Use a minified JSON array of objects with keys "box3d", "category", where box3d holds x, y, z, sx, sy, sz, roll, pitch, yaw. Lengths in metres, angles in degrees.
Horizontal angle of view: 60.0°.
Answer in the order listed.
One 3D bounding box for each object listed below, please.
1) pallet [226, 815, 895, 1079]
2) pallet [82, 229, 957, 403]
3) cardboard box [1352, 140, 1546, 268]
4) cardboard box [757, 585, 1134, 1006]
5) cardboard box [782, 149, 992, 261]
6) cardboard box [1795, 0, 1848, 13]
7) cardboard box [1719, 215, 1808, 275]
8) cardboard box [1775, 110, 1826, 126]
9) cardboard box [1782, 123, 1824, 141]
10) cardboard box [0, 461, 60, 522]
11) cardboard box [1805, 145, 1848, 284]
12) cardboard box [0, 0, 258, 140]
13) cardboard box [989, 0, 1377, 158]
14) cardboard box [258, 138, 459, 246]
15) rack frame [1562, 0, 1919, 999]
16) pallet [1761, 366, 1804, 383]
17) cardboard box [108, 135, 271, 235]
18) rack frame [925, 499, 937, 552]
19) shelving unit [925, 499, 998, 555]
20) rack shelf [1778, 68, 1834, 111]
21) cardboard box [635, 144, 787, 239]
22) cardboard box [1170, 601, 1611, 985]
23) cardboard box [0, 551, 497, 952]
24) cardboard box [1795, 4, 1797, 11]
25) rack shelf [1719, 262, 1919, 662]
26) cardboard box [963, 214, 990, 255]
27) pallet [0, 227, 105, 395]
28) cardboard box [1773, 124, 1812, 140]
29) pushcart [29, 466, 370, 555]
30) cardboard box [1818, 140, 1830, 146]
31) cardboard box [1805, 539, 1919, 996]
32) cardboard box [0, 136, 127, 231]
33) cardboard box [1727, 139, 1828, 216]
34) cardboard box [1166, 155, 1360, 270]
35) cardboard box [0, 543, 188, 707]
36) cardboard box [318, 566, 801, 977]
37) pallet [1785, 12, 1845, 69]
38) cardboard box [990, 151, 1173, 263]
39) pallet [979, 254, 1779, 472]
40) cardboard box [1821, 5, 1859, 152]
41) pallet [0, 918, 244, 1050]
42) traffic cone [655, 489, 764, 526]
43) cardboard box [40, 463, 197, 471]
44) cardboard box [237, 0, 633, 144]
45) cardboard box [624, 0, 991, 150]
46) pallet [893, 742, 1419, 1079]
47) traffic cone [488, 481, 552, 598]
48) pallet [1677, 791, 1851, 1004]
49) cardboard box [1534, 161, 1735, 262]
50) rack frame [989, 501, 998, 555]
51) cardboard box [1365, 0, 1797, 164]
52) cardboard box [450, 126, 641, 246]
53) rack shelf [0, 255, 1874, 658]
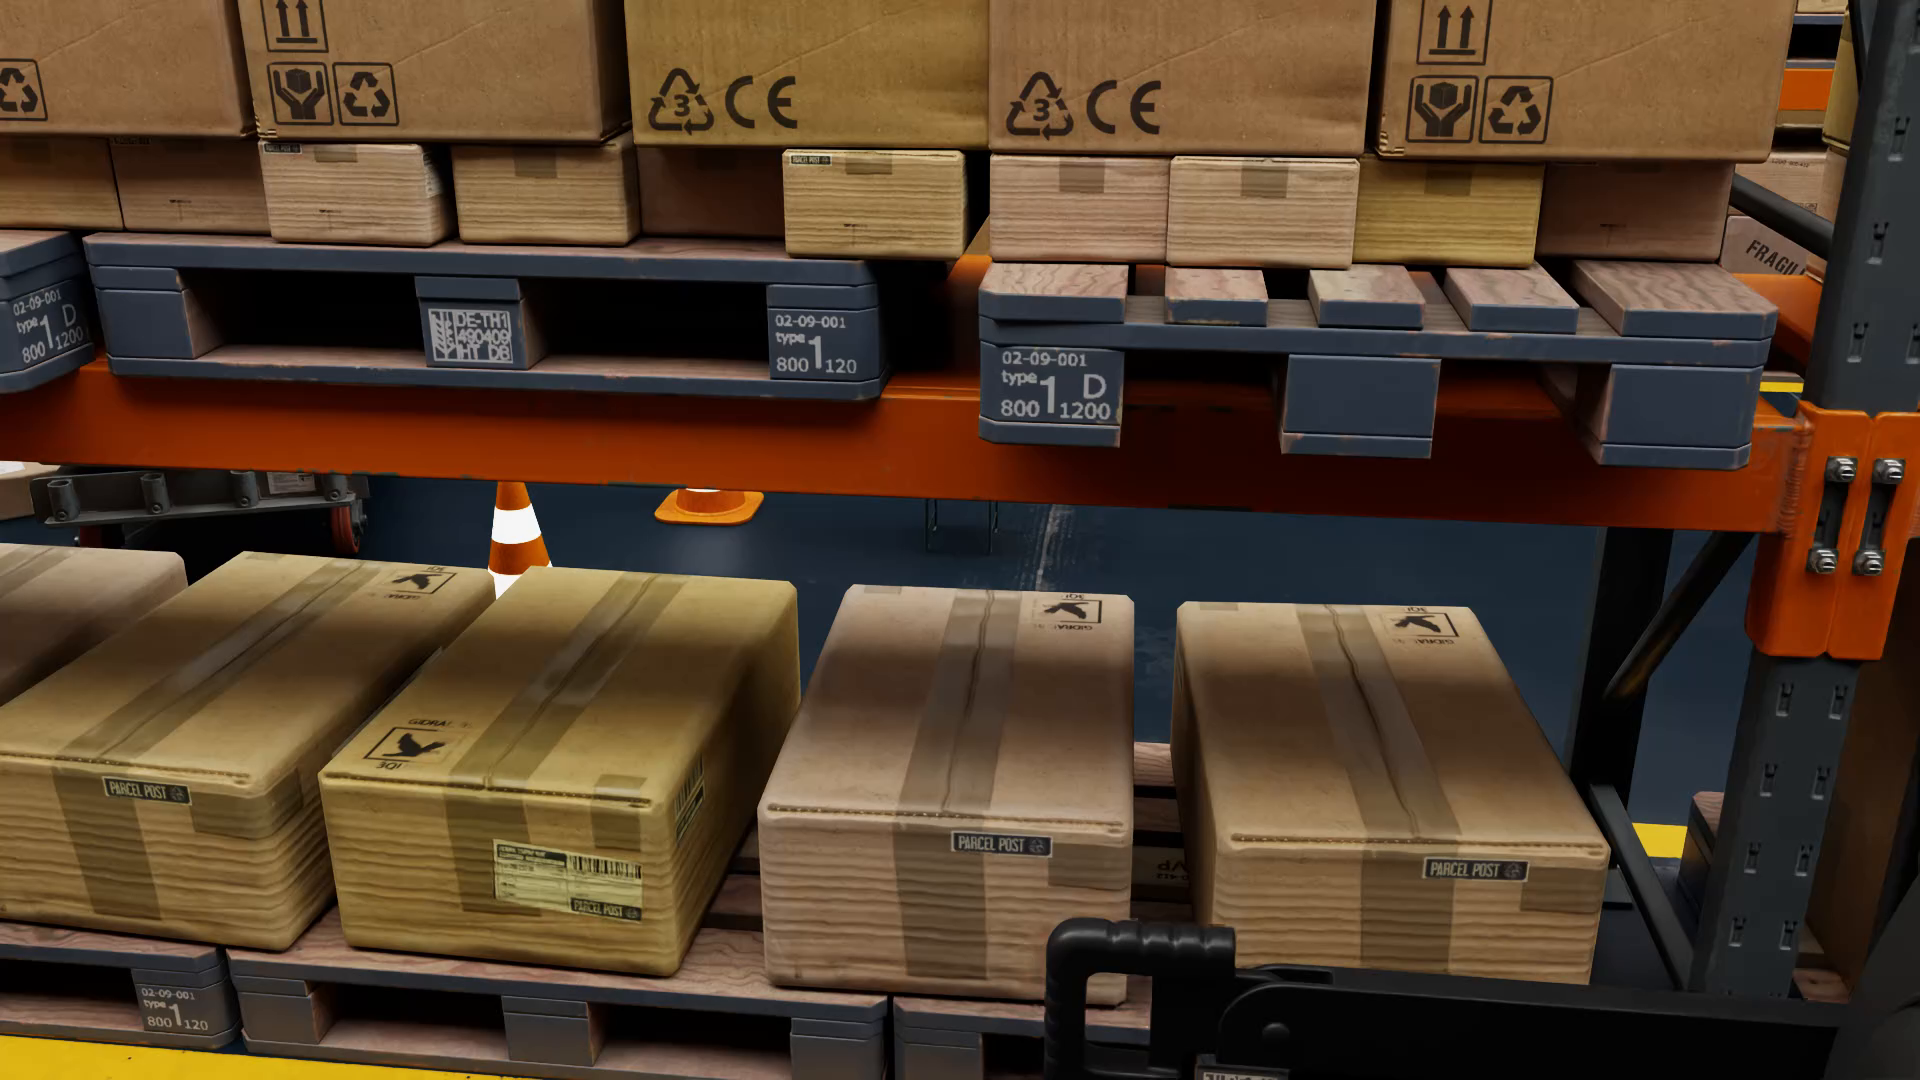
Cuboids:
[{"box3d":[-0.673,0.687,3.416,1.213,0.211,1.003,2,22,6],"category":"pallet"},{"box3d":[-0.660,-0.503,2.894,1.213,0.211,1.003,2,22,6],"category":"pallet"},{"box3d":[0.683,-0.514,2.430,0.250,0.149,0.380,3,22,7],"category":"cardboard box"},{"box3d":[0.017,0.448,3.230,0.625,0.372,0.950,2,22,5],"category":"cardboard box"},{"box3d":[-0.096,-0.529,2.469,0.250,0.149,0.380,3,22,7],"category":"cardboard box"},{"box3d":[3.531,-2.262,6.853,0.250,0.149,0.380,3,22,7],"category":"cardboard box"},{"box3d":[3.476,-1.202,7.228,0.500,0.500,0.500,2,22,5],"category":"cardboard box"},{"box3d":[5.812,-3.195,11.759,0.875,0.875,1.225,3,22,6],"category":"cardboard box"},{"box3d":[4.028,-1.716,7.510,0.500,0.250,0.500,3,22,8],"category":"cardboard box"},{"box3d":[-3.218,-0.242,5.692,0.396,0.266,0.258,-14,25,-31],"category":"cardboard box"},{"box3d":[1.844,-0.525,2.892,0.500,0.250,0.500,2,22,4],"category":"cardboard box"},{"box3d":[-1.242,-0.902,2.530,0.500,0.500,0.500,2,22,6],"category":"cardboard box"},{"box3d":[0.312,-0.839,2.369,0.500,0.500,0.500,2,22,5],"category":"cardboard box"},{"box3d":[-0.858,-0.568,2.566,0.250,0.149,0.380,3,22,8],"category":"cardboard box"},{"box3d":[1.311,-0.522,2.680,0.127,3.000,1.000,2,22,6],"category":"rack frame"},{"box3d":[3.777,-0.949,7.553,1.213,0.211,1.003,2,22,6],"category":"pallet"},{"box3d":[-1.116,-0.598,2.643,0.250,0.149,0.380,3,22,7],"category":"cardboard box"},{"box3d":[-0.093,-0.423,5.285,0.006,0.900,0.240,2,22,6],"category":"rack frame"},{"box3d":[0.008,-0.418,5.273,0.210,0.900,0.258,2,22,6],"category":"shelving unit"},{"box3d":[3.779,-1.912,7.176,4.000,0.370,1.077,2,22,6],"category":"rack shelf"},{"box3d":[-0.331,-0.586,2.612,0.250,0.149,0.380,3,22,7],"category":"cardboard box"},{"box3d":[0.751,0.477,3.157,0.625,0.372,0.950,1,22,3],"category":"cardboard box"},{"box3d":[-1.426,0.383,3.393,0.625,0.372,0.950,4,22,10],"category":"cardboard box"},{"box3d":[3.281,-2.274,6.883,0.250,0.149,0.380,3,22,8],"category":"cardboard box"},{"box3d":[3.297,-0.101,2.594,4.000,0.370,1.077,2,22,6],"category":"rack shelf"},{"box3d":[0.331,-1.578,7.841,0.750,0.750,1.050,3,22,7],"category":"cardboard box"},{"box3d":[-1.919,-0.520,2.935,1.213,0.211,1.003,2,22,6],"category":"pallet"},{"box3d":[3.509,-1.736,7.559,0.500,0.250,0.500,3,22,8],"category":"cardboard box"},{"box3d":[-2.442,-0.310,5.711,0.936,0.377,1.648,-5,22,-12],"category":"pushcart"},{"box3d":[3.961,-1.527,7.031,0.500,0.250,0.500,2,22,4],"category":"cardboard box"},{"box3d":[1.987,0.331,2.841,0.875,0.875,0.875,2,22,6],"category":"cardboard box"},{"box3d":[-1.362,-0.609,2.672,0.250,0.149,0.380,3,22,7],"category":"cardboard box"},{"box3d":[3.443,-1.549,7.087,0.500,0.250,0.500,3,22,7],"category":"cardboard box"},{"box3d":[0.428,-0.508,2.416,0.250,0.149,0.380,2,22,6],"category":"cardboard box"},{"box3d":[-2.140,0.354,3.469,0.625,0.372,0.950,3,22,7],"category":"cardboard box"},{"box3d":[-0.735,0.413,3.319,0.625,0.372,0.950,3,22,8],"category":"cardboard box"},{"box3d":[3.764,-2.174,7.119,1.213,0.211,1.003,2,22,6],"category":"pallet"},{"box3d":[0.179,-0.522,2.451,0.250,0.149,0.380,1,22,4],"category":"cardboard box"},{"box3d":[0.591,-0.425,2.695,1.003,0.211,1.213,2,22,6],"category":"pallet"},{"box3d":[1.822,-0.756,2.797,0.500,0.250,0.500,2,22,6],"category":"cardboard box"},{"box3d":[-1.888,0.635,3.547,1.213,0.211,1.003,2,22,6],"category":"pallet"},{"box3d":[-0.859,-0.325,5.633,0.334,0.463,0.336,2,22,6],"category":"traffic cone"},{"box3d":[-2.481,-0.536,5.085,0.500,0.500,0.500,2,22,6],"category":"cardboard box"},{"box3d":[-0.731,-0.884,2.484,0.500,0.500,0.500,2,22,4],"category":"cardboard box"},{"box3d":[-0.189,-0.860,2.423,0.500,0.500,0.500,1,22,3],"category":"cardboard box"},{"box3d":[0.535,0.740,3.280,1.213,0.211,1.003,2,22,6],"category":"pallet"},{"box3d":[-1.265,0.027,4.741,0.334,0.463,0.336,2,22,6],"category":"traffic cone"},{"box3d":[2.085,0.836,3.037,1.213,0.211,1.003,2,22,6],"category":"pallet"},{"box3d":[0.958,-0.529,2.468,0.250,0.149,0.380,3,22,8],"category":"cardboard box"},{"box3d":[0.109,-0.414,5.262,0.006,0.900,0.240,2,22,6],"category":"rack frame"},{"box3d":[0.827,-0.820,2.323,0.500,0.500,0.500,2,22,5],"category":"cardboard box"},{"box3d":[-0.590,-0.567,2.564,0.250,0.149,0.380,2,22,5],"category":"cardboard box"},{"box3d":[-0.675,-0.274,3.031,4.000,0.370,1.077,2,22,6],"category":"rack shelf"}]
